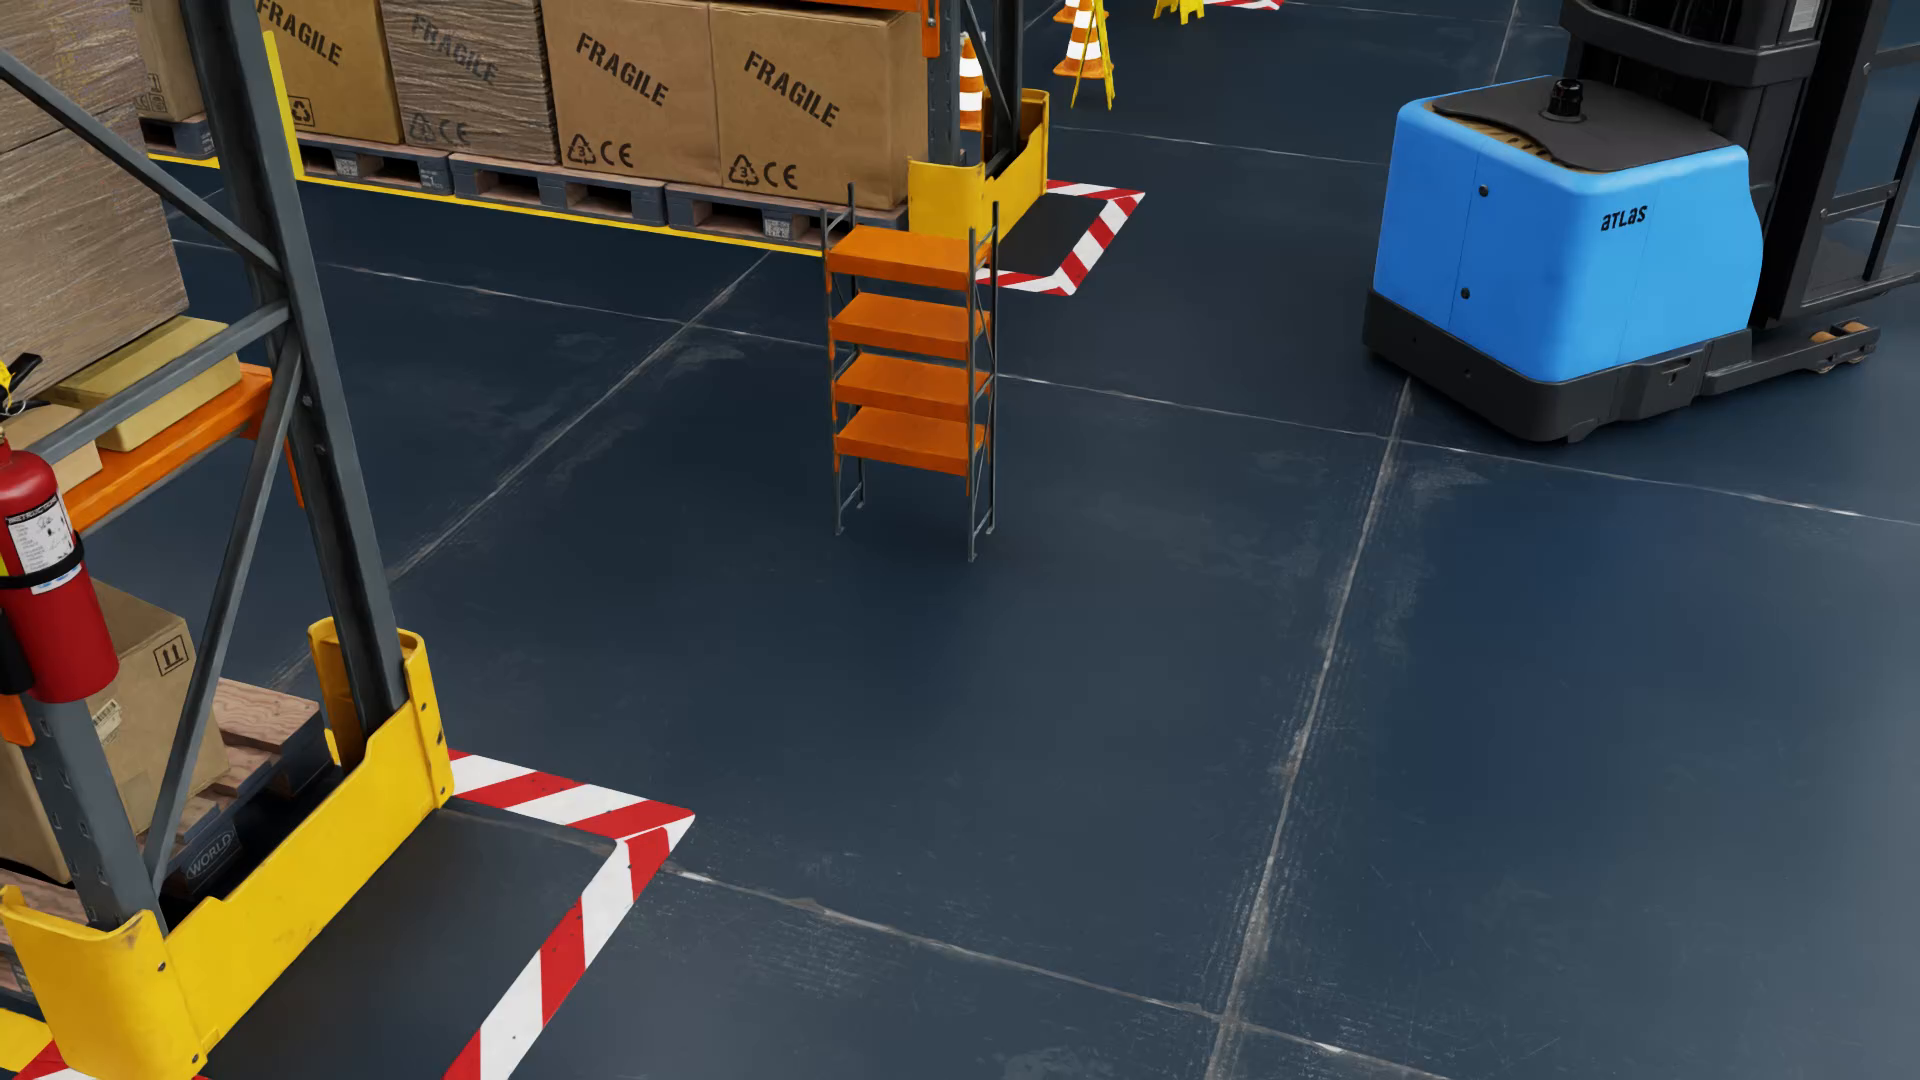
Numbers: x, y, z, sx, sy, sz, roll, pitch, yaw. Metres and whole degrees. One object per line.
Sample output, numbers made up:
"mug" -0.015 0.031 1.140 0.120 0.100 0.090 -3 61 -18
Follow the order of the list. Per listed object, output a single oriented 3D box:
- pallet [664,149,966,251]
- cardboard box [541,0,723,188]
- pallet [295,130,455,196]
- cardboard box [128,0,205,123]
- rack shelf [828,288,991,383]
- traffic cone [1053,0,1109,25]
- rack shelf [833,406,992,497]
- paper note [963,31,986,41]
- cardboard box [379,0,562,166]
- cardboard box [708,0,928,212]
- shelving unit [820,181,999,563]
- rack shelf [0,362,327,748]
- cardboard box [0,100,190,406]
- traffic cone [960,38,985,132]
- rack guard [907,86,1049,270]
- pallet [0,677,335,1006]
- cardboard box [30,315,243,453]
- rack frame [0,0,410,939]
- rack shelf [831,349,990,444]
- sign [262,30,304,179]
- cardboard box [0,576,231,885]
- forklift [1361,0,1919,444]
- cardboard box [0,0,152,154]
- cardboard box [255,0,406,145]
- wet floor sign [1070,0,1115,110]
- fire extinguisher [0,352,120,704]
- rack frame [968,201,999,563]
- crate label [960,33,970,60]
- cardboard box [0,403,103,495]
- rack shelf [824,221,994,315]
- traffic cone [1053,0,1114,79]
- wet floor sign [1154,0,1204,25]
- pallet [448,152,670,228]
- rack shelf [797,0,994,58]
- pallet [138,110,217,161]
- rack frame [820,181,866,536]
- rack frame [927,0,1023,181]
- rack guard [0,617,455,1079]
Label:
"pallet" -0.698 -1.749 8.264 1.213 0.211 1.003 11 34 16
"cardboard box" -1.409 -2.348 8.193 0.875 0.875 0.875 10 34 16
"pallet" -2.995 -2.195 8.956 1.213 0.211 1.003 11 34 16
"cardboard box" -4.300 -2.845 9.078 0.750 0.750 1.050 11 34 16
"rack shelf" -0.156 -0.666 5.387 0.480 0.148 0.258 11 34 16
"traffic cone" 0.816 -3.714 11.076 0.334 0.463 0.336 11 34 16
"rack shelf" -0.156 -0.311 5.616 0.480 0.148 0.258 11 34 16
"paper note" 0.094 -3.269 10.786 0.142 0.019 0.148 0 33 0
"cardboard box" -2.267 -2.516 8.453 0.875 0.875 0.875 11 35 17
"cardboard box" -0.580 -2.188 7.945 0.875 0.875 0.875 11 35 17
"shelving unit" -0.156 -0.534 5.471 0.503 1.200 0.258 11 34 16
"rack shelf" -3.571 -0.364 4.211 4.000 0.370 1.077 11 34 16
"cardboard box" -2.196 -0.582 3.519 0.500 0.500 0.875 11 34 16
"traffic cone" 0.060 -2.571 9.305 0.334 0.463 0.336 11 34 16
"rack guard" 0.103 -1.760 8.014 0.348 0.500 1.175 11 34 16
"pallet" -2.512 0.691 4.485 1.213 0.211 1.003 11 34 16
"cardboard box" -1.876 -0.368 3.787 0.250 0.149 0.380 11 34 16
"rack frame" -1.688 -0.300 3.449 0.127 3.000 1.000 11 34 16
"rack shelf" -0.156 -0.478 5.508 0.480 0.148 0.258 11 34 16
"sign" -1.505 -0.941 3.643 0.005 0.325 0.100 11 34 16
"cardboard box" -2.270 0.451 4.203 0.500 0.500 0.500 18 37 25
"forklift" 3.211 -2.150 6.378 3.031 2.935 1.130 -16 36 -23
"cardboard box" -2.114 -1.127 3.442 0.500 0.500 0.500 11 34 16
"cardboard box" -3.116 -2.679 8.706 0.875 0.875 0.875 12 35 17
"wet floor sign" 0.776 -2.831 9.539 0.232 0.644 0.267 5 33 8
"fire extinguisher" -1.736 -0.011 3.073 0.183 0.674 0.296 11 34 16
"rack frame" 0.074 -0.490 5.402 0.015 1.200 0.240 11 34 16
"crate label" 0.000 -3.061 10.364 0.298 0.136 0.250 -6 33 -9
"cardboard box" -2.026 -0.141 3.435 0.250 0.149 0.380 11 34 16
"rack shelf" -0.156 -0.864 5.258 0.480 0.148 0.258 11 34 16
"traffic cone" 0.761 -3.085 10.102 0.334 0.463 0.336 11 34 16
"wet floor sign" 1.473 -3.790 11.025 0.232 0.644 0.267 24 40 32
"pallet" -1.843 -1.973 8.611 1.213 0.211 1.003 11 34 16
"rack shelf" -1.802 -2.878 8.105 4.000 0.370 1.077 11 34 16
"pallet" -4.437 -2.477 9.392 1.213 0.211 1.003 11 34 16
"rack frame" -0.386 -0.579 5.541 0.015 1.200 0.240 11 34 16
"rack frame" 0.081 -2.814 7.343 0.127 3.000 1.000 11 34 16
"rack guard" -1.759 0.736 4.149 0.348 0.500 1.175 11 34 16
